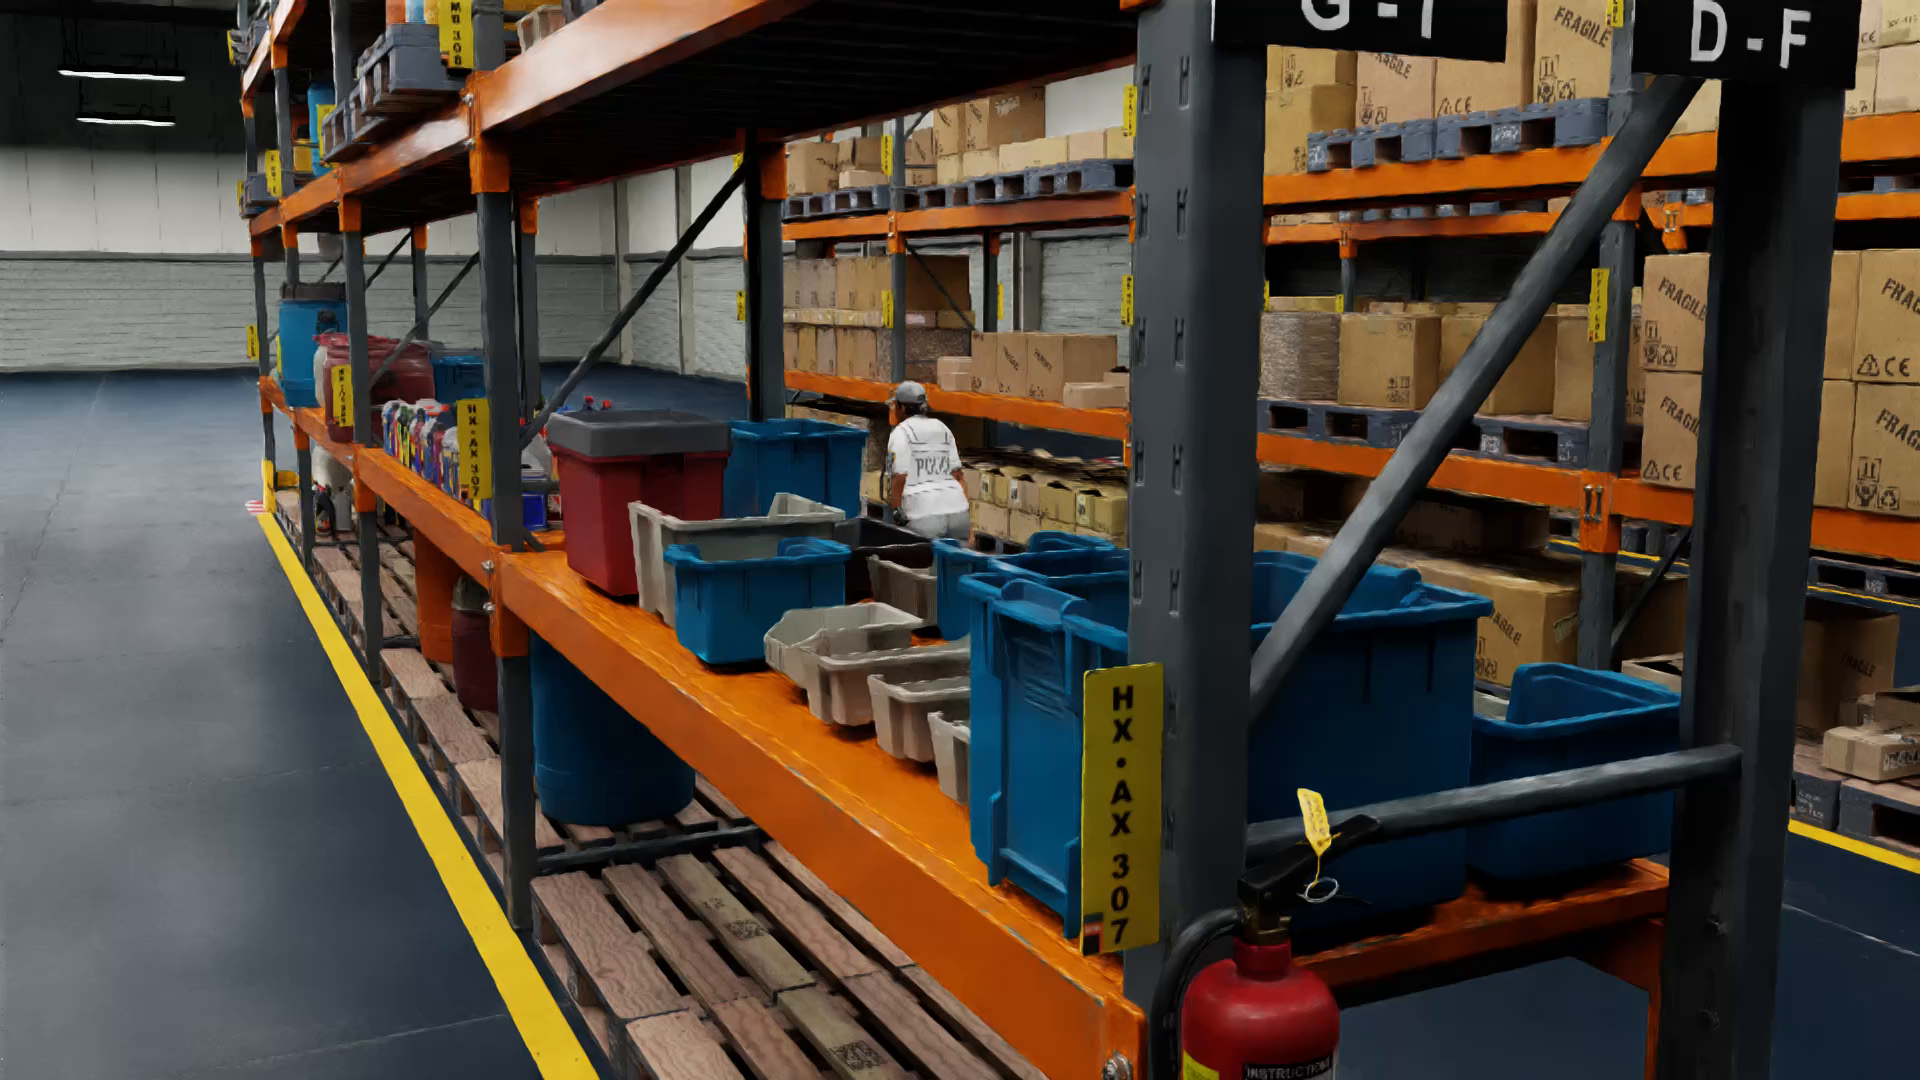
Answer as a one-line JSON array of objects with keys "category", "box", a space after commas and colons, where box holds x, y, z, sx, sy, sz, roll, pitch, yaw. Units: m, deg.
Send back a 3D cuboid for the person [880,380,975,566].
[{"category": "person", "box": [-0.175, -0.075, 9.415, 0.486, 1.641, 0.679, -8, 12, -44]}]
